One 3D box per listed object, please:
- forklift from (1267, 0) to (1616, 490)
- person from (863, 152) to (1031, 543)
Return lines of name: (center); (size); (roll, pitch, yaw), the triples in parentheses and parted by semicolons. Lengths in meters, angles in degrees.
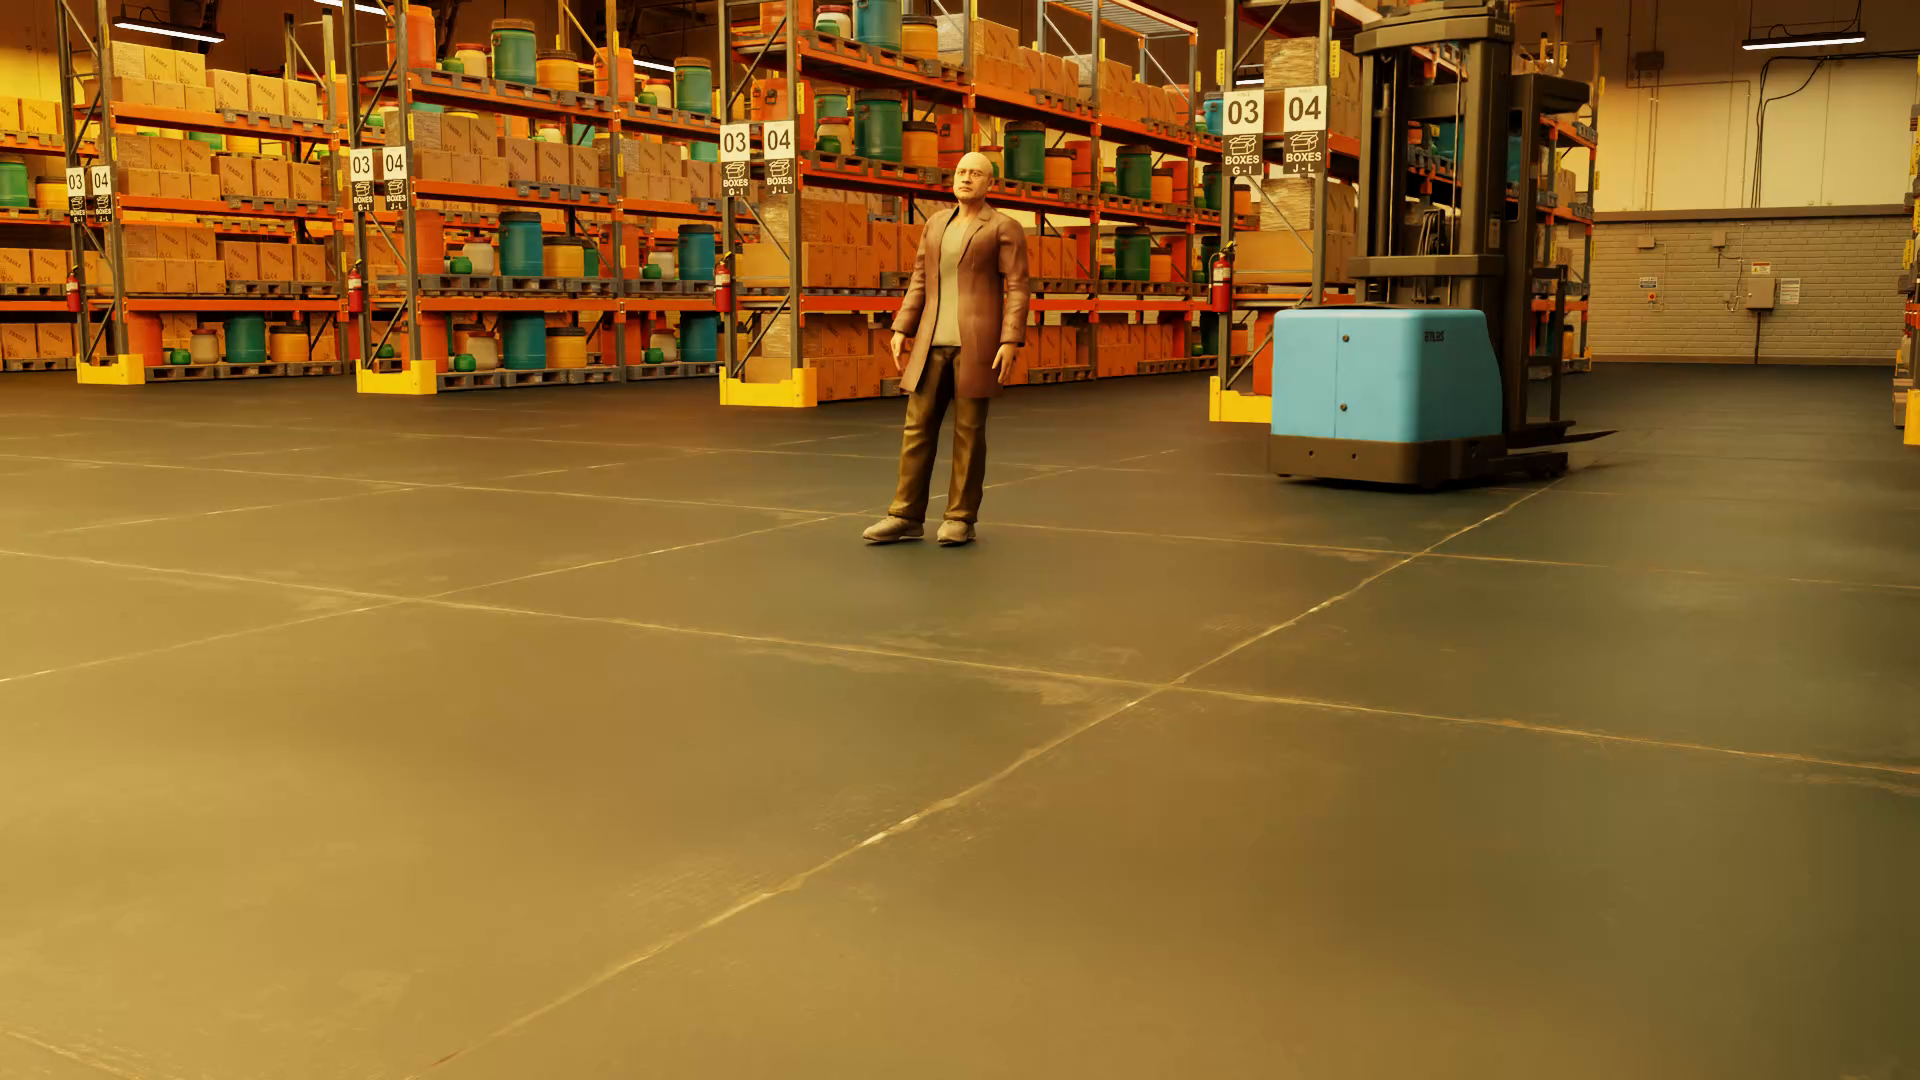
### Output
forklift: (3.325, -1.893, 10.809); (3.031, 2.935, 1.130); (-7, 11, -43)
person: (-0.048, -0.878, 7.613); (0.698, 1.778, 0.579); (4, 9, 29)
